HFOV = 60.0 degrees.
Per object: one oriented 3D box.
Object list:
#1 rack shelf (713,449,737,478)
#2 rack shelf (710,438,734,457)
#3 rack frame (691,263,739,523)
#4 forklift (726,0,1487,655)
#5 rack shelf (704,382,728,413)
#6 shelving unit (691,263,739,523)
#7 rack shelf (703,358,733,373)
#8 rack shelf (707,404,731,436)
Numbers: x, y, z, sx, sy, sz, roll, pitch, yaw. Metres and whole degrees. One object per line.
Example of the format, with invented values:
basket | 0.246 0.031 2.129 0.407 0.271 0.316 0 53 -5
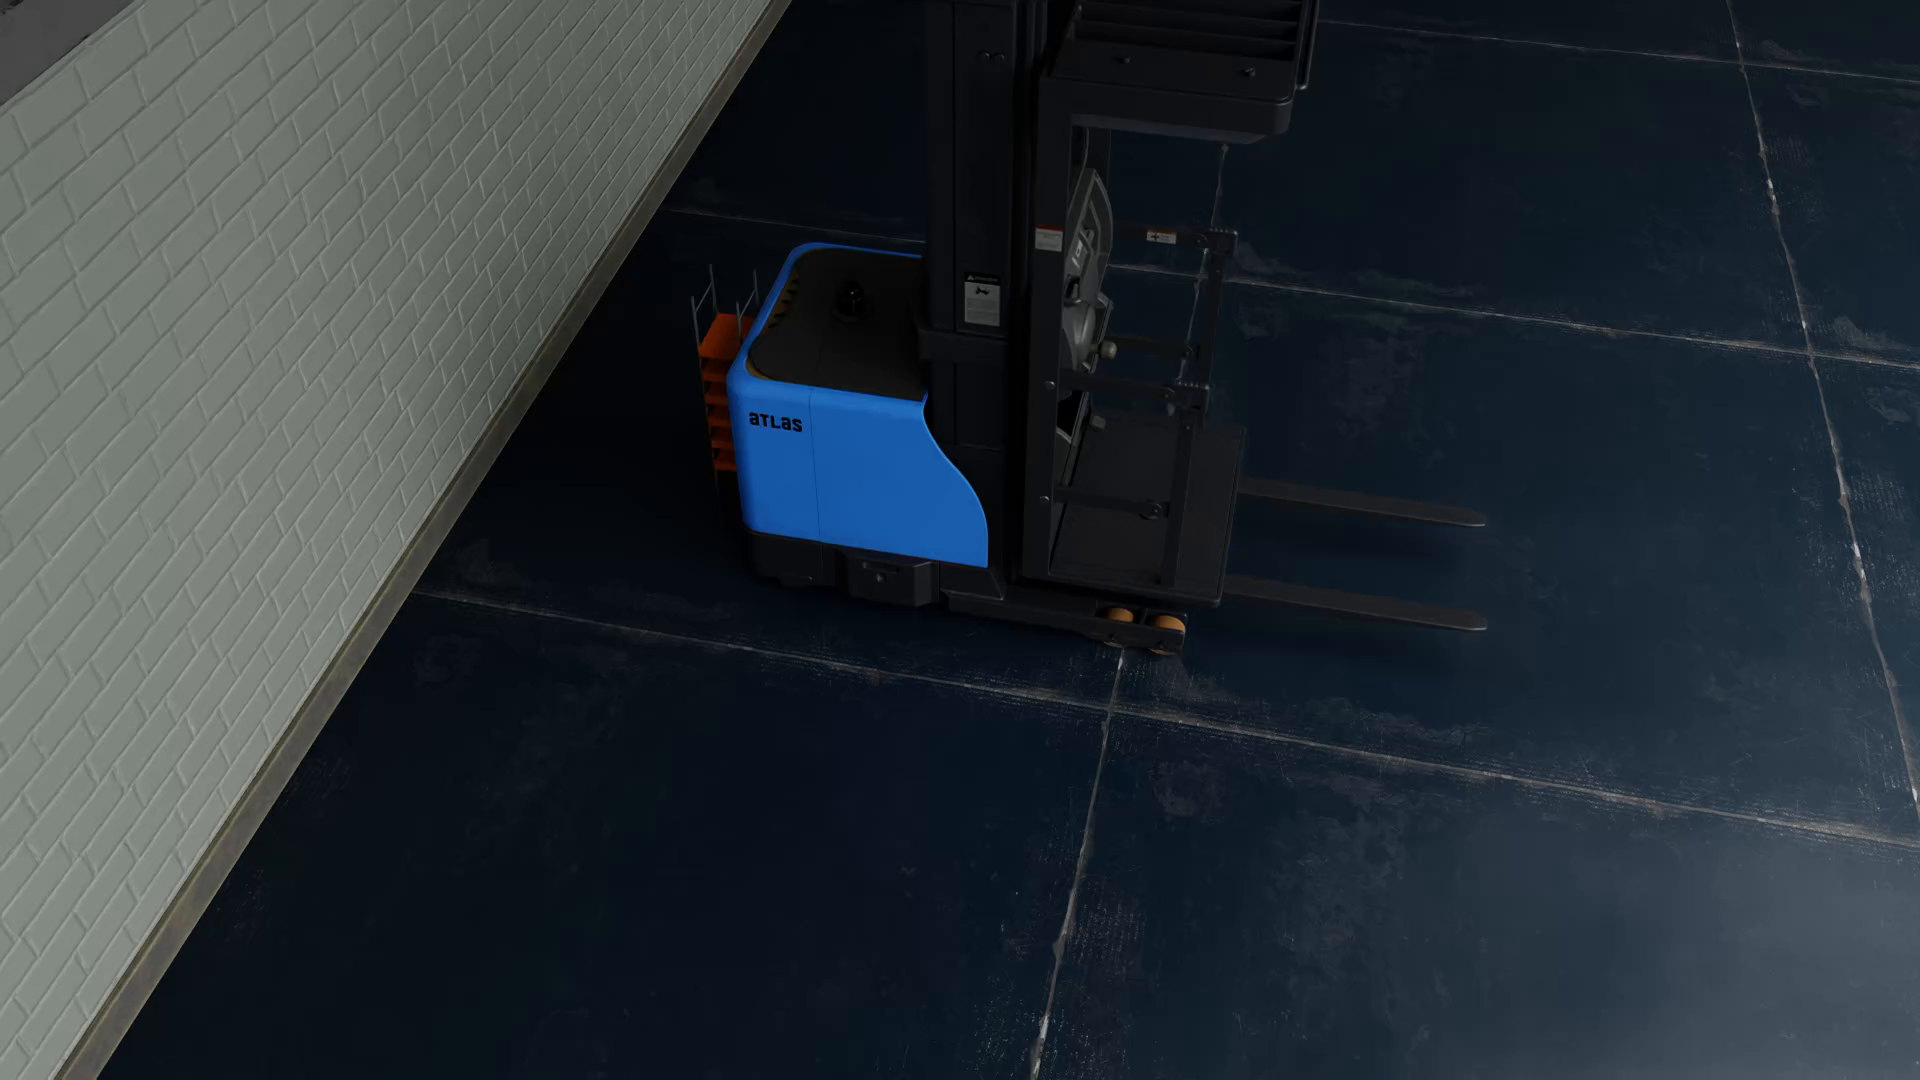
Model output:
rack shelf | -0.929 -0.370 7.140 0.180 0.103 0.258 9 45 9
rack shelf | -0.929 -0.457 7.056 0.180 0.103 0.258 9 45 9
rack frame | -1.018 -0.589 6.957 0.006 1.200 0.240 9 45 9
forklift | 0.661 -0.950 6.180 3.031 2.797 1.129 9 45 9
rack shelf | -0.929 -0.630 6.890 0.180 0.103 0.258 9 45 9
shelving unit | -0.931 -0.575 6.943 0.184 1.200 0.258 9 45 9
rack shelf | -0.929 -0.736 6.788 0.171 0.034 0.221 9 45 9
rack shelf | -0.929 -0.543 6.973 0.180 0.103 0.258 9 45 9
